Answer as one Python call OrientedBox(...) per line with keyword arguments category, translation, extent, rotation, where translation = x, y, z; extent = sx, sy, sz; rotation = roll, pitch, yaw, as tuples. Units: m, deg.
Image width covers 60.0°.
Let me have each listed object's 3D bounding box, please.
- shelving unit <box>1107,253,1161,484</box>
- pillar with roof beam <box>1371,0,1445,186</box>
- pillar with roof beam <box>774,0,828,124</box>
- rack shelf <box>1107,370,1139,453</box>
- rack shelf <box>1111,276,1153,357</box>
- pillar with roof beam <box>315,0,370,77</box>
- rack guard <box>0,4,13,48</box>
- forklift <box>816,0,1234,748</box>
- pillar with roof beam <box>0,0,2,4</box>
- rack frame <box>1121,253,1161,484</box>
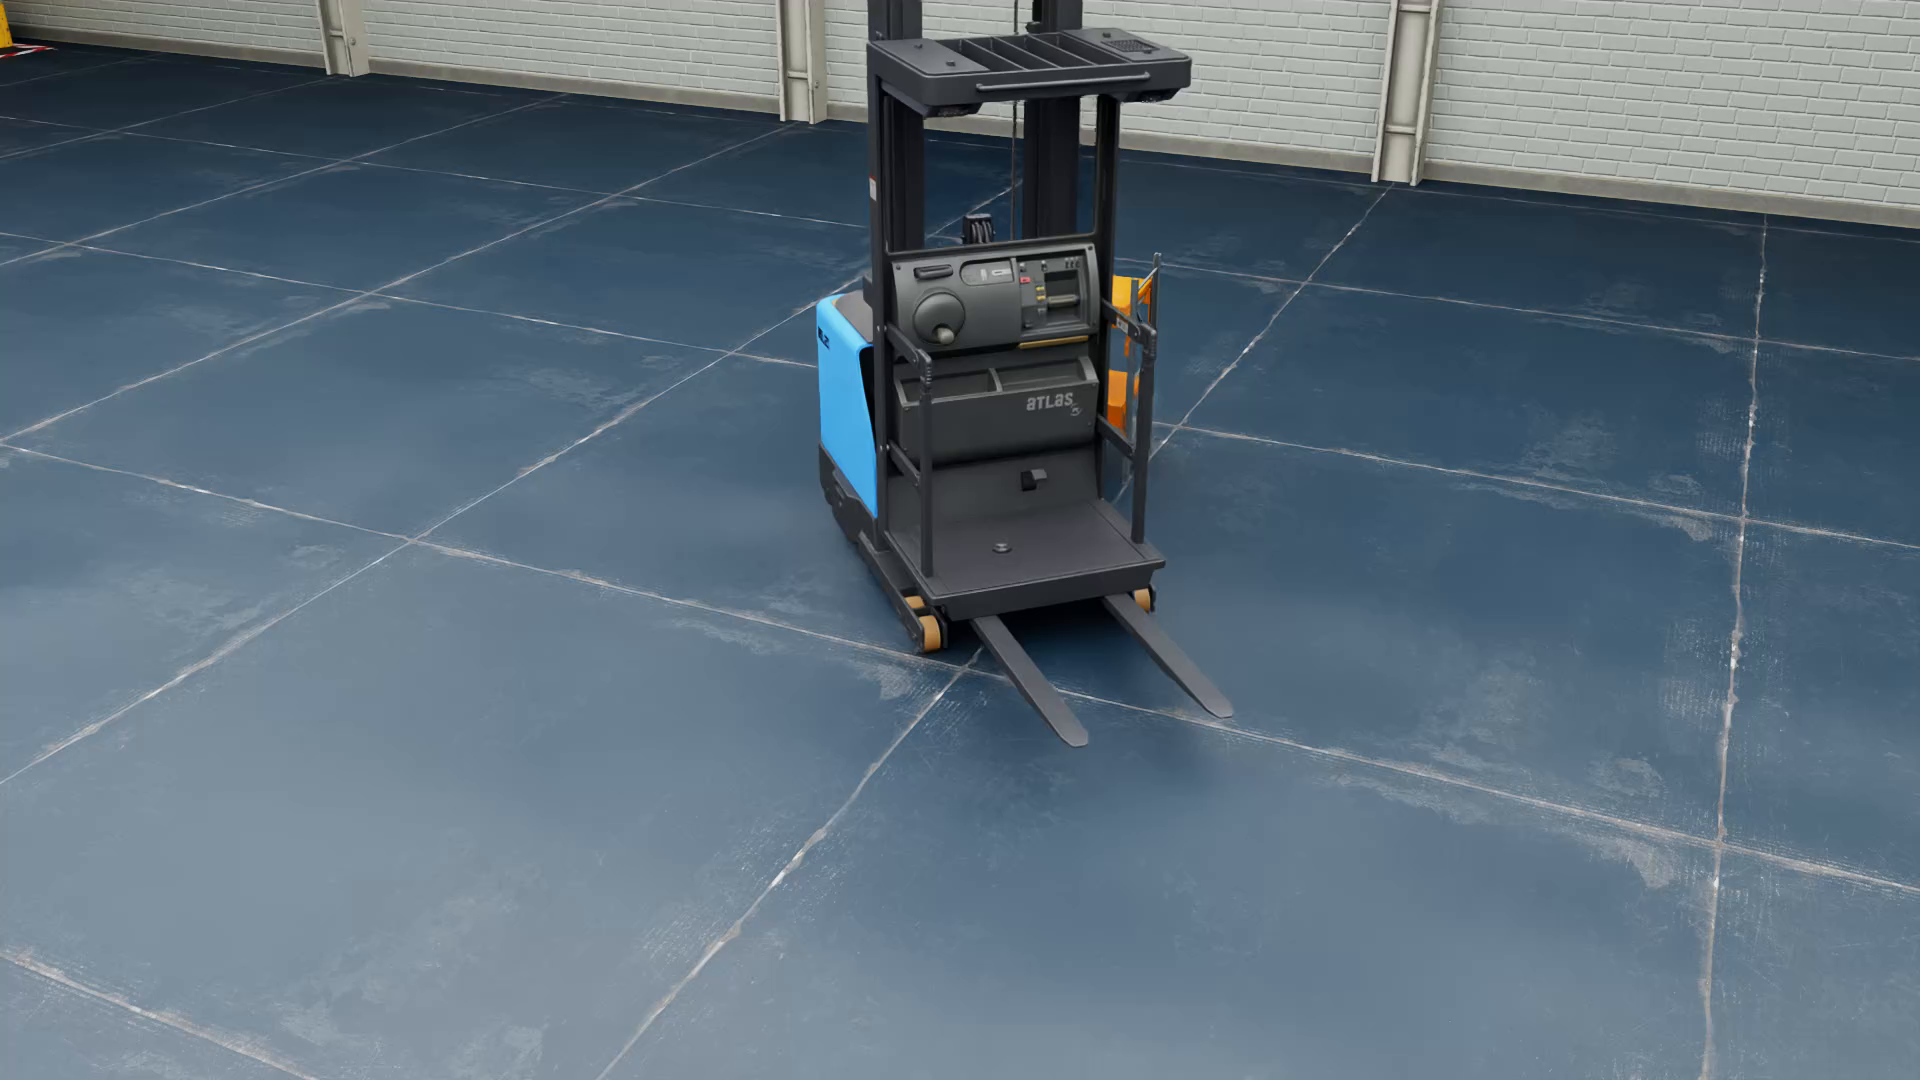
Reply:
OrientedBox(category="shelving unit", translation=(0.486, -0.986, 8.978), extent=(1.048, 1.125, 0.538), rotation=(9, 28, 18))
OrientedBox(category="pillar with roof beam", translation=(2.091, -5.502, 9.237), extent=(0.400, 9.000, 9.100), rotation=(11, 28, 22))
OrientedBox(category="pillar with roof beam", translation=(-3.371, -6.599, 11.466), extent=(0.400, 9.000, 9.100), rotation=(11, 28, 22))
OrientedBox(category="rack shelf", translation=(0.486, -0.766, 9.086), extent=(1.000, 0.278, 0.538), rotation=(9, 28, 18))
OrientedBox(category="rack shelf", translation=(0.486, -1.248, 8.849), extent=(1.000, 0.278, 0.538), rotation=(9, 28, 18))
OrientedBox(category="pillar with roof beam", translation=(-8.833, -7.696, 13.694), extent=(0.400, 9.000, 9.100), rotation=(11, 28, 22))
OrientedBox(category="rack guard", translation=(-12.230, -6.217, 20.312), extent=(0.348, 0.500, 1.175), rotation=(11, 28, 22))
OrientedBox(category="forklift", translation=(0.236, -1.025, 7.013), extent=(1.130, 2.935, 3.031), rotation=(-9, 28, -17))
OrientedBox(category="pillar with roof beam", translation=(-14.295, -8.793, 15.922), extent=(0.400, 9.000, 9.100), rotation=(11, 28, 22))
OrientedBox(category="rack frame", translation=(0.962, -0.907, 8.819), extent=(0.032, 1.125, 0.500), rotation=(9, 28, 18))
